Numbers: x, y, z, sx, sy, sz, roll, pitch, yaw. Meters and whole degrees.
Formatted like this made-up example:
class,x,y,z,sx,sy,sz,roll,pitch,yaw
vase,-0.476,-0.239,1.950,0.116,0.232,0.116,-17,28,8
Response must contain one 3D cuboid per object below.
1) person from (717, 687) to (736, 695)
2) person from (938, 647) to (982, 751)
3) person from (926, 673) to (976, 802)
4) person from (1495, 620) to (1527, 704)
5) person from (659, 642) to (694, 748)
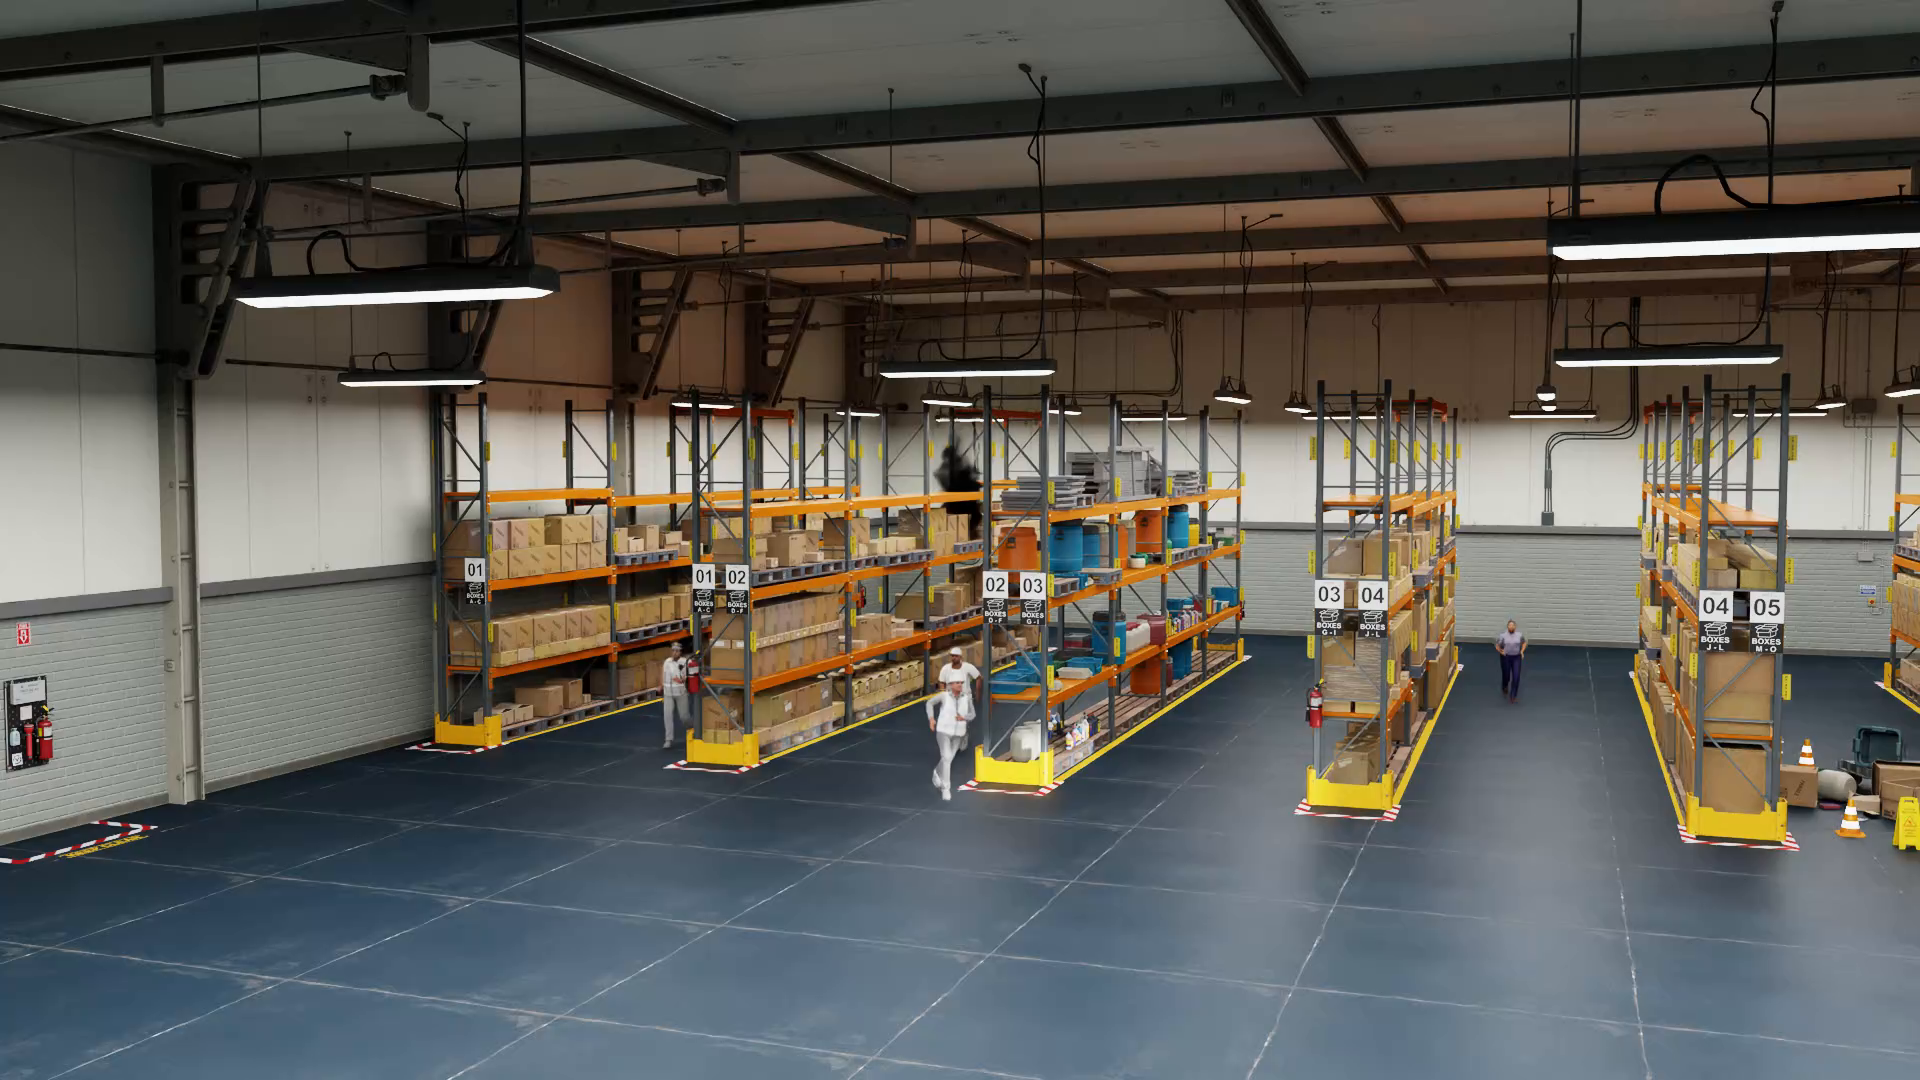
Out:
class,x,y,z,sx,sy,sz,roll,pitch,yaw
person,-4.339,2.489,31.028,0.593,1.727,0.837,0,3,8
person,-0.038,2.650,27.666,0.674,1.737,0.757,1,3,21
person,-0.112,2.828,24.262,0.665,1.787,0.907,-1,3,-24
person,11.049,2.428,33.342,0.607,1.648,0.841,1,3,13
person,-4.811,2.604,28.236,0.672,1.755,0.953,1,3,10
